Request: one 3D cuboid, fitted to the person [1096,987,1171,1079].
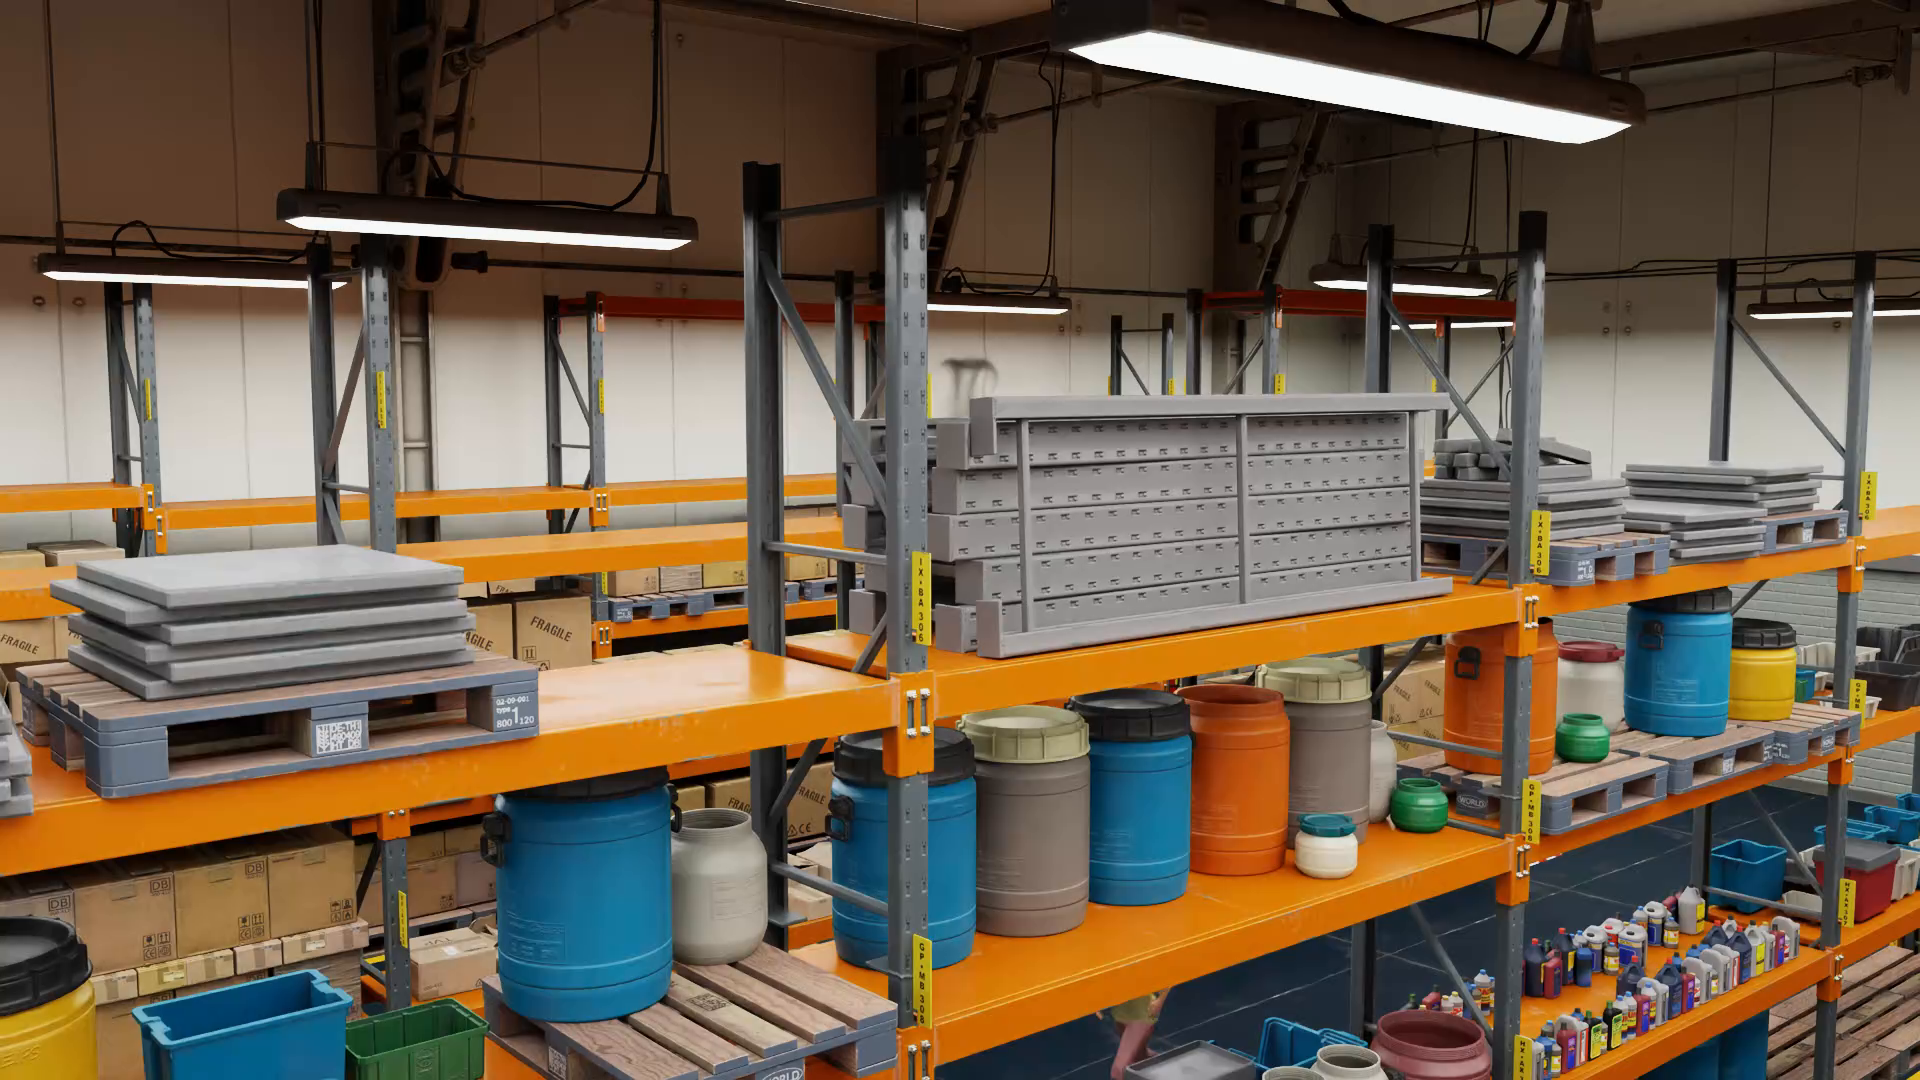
[{"bbox_3d":[1.229,3.297,11.385,0.614,1.625,1.005,4,7,37],"label":"person"}]
